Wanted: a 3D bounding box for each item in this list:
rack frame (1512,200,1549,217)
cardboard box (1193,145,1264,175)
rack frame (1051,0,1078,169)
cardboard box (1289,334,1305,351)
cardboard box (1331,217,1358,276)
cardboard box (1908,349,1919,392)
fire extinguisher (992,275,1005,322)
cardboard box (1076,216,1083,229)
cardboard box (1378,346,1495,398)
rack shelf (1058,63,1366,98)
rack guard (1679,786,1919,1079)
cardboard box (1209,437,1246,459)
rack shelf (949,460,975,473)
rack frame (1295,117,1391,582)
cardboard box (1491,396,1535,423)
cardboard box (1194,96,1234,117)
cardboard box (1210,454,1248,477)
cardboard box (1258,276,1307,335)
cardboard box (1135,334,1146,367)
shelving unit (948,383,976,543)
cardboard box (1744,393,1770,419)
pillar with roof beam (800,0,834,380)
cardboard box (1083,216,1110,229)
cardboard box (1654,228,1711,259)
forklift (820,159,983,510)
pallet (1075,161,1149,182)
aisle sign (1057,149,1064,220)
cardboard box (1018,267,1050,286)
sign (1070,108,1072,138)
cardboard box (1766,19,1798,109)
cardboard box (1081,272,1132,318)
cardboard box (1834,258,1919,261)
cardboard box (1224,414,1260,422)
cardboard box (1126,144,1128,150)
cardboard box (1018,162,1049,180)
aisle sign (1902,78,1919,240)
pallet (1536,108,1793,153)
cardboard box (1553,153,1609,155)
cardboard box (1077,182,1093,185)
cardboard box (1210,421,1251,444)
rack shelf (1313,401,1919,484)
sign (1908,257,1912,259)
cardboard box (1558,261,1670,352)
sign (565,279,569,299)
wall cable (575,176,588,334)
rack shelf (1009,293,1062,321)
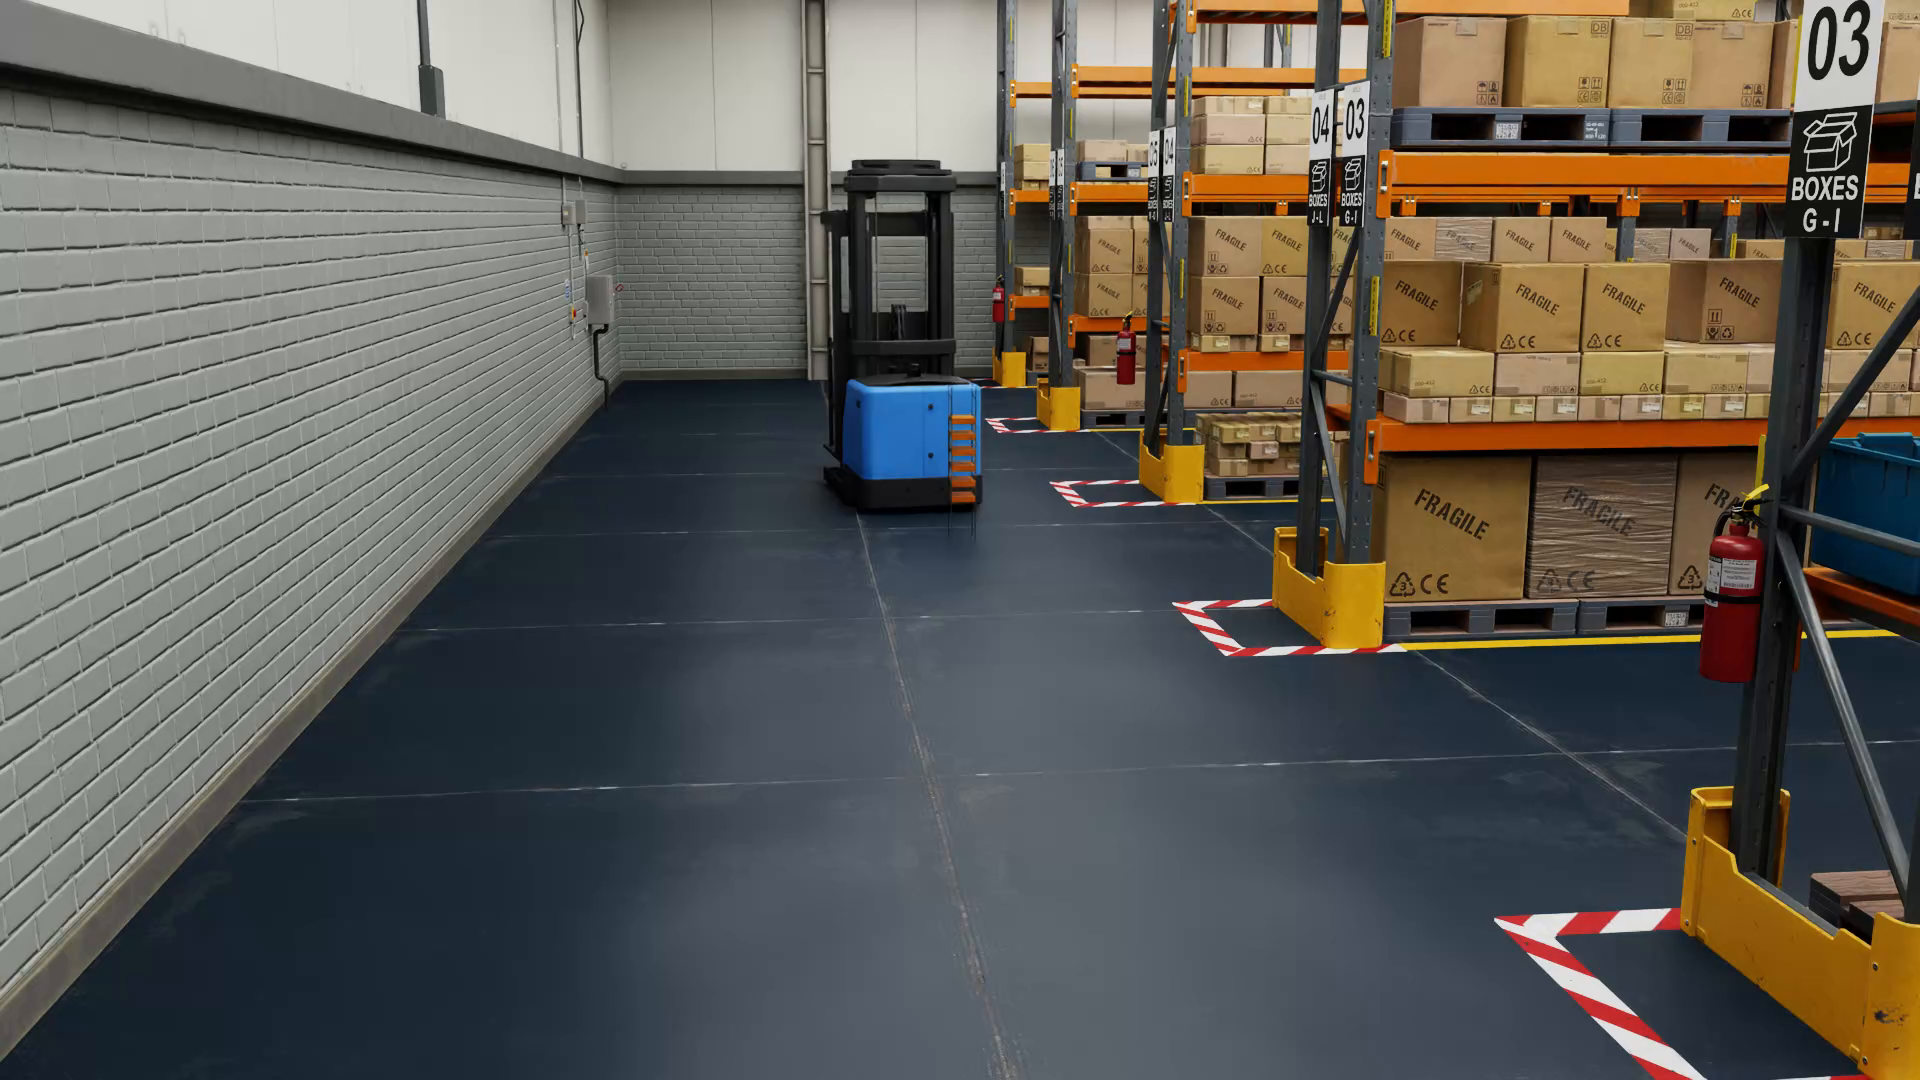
[{"bbox_3d":[8.606,-3.972,25.296,0.127,3.000,1.000,-1,11,-6],"label":"rack frame"},{"bbox_3d":[2.302,-3.265,14.312,0.500,0.250,0.500,-1,11,-4],"label":"cardboard box"},{"bbox_3d":[1.193,-5.797,19.028,0.127,3.000,1.000,-1,11,-6],"label":"rack frame"},{"bbox_3d":[2.950,-1.767,14.732,0.250,0.149,0.380,-1,11,-3],"label":"cardboard box"},{"bbox_3d":[3.323,-2.569,14.536,0.500,0.500,0.500,-1,11,-7],"label":"cardboard box"},{"bbox_3d":[5.829,-1.049,10.047,0.500,0.250,0.500,-1,11,-7],"label":"cardboard box"},{"bbox_3d":[0.557,-3.493,24.025,0.183,0.674,0.296,-1,11,-6],"label":"fire extinguisher"},{"bbox_3d":[1.528,-3.757,19.671,0.250,0.149,0.380,-1,11,-5],"label":"cardboard box"},{"bbox_3d":[2.769,-0.984,9.713,0.500,0.250,0.500,-2,11,-8],"label":"cardboard box"},{"bbox_3d":[3.181,-5.290,19.348,4.000,0.370,1.077,-1,11,-6],"label":"rack shelf"},{"bbox_3d":[2.776,1.226,5.334,0.348,0.500,1.175,-1,11,-6],"label":"rack guard"},{"bbox_3d":[2.377,-0.821,14.800,0.250,0.149,0.380,-1,11,-4],"label":"cardboard box"},{"bbox_3d":[0.014,-0.545,12.762,0.180,0.103,0.258,-1,11,-6],"label":"rack shelf"},{"bbox_3d":[2.263,-0.953,9.940,0.127,3.000,1.000,-1,11,-6],"label":"rack frame"},{"bbox_3d":[3.161,-0.785,9.736,0.250,0.149,0.380,-1,11,-7],"label":"cardboard box"},{"bbox_3d":[2.175,-3.709,14.239,0.250,0.149,0.380,-1,11,-7],"label":"cardboard box"},{"bbox_3d":[2.383,-0.663,14.767,0.250,0.149,0.380,-1,11,-5],"label":"cardboard box"},{"bbox_3d":[2.833,-2.074,14.610,0.500,0.500,0.500,-1,11,-6],"label":"cardboard box"},{"bbox_3d":[2.662,-2.782,24.632,0.500,0.500,0.500,-1,11,-5],"label":"cardboard box"},{"bbox_3d":[0.014,-0.589,12.754,0.189,1.200,0.258,-1,11,-6],"label":"shelving unit"},{"bbox_3d":[4.694,-0.817,9.899,0.250,0.149,0.380,-1,11,-7],"label":"cardboard box"},{"bbox_3d":[-1.660,-6.040,20.264,0.400,9.000,9.100,-1,11,-6],"label":"pillar with roof beam"},{"bbox_3d":[1.576,-3.666,19.206,0.250,0.149,0.380,-1,11,-5],"label":"cardboard box"},{"bbox_3d":[8.660,-3.499,20.038,0.500,0.500,0.500,-2,11,-8],"label":"cardboard box"},{"bbox_3d":[-0.651,-1.935,15.111,1.130,2.935,3.031,-3,11,-13],"label":"forklift"},{"bbox_3d":[1.929,-4.299,19.415,1.213,0.211,1.003,-1,11,-6],"label":"pallet"},{"bbox_3d":[1.153,-4.072,19.065,0.004,0.787,0.394,-1,11,-6],"label":"aisle sign"},{"bbox_3d":[1.133,-3.835,24.219,0.500,0.250,0.500,-1,11,-6],"label":"cardboard box"},{"bbox_3d":[1.247,-4.687,18.683,0.005,0.325,0.100,-1,11,-6],"label":"sign"},{"bbox_3d":[4.933,-2.774,9.820,0.500,0.500,0.700,-1,11,-3],"label":"cardboard box"},{"bbox_3d":[1.701,-2.858,19.368,0.500,0.500,0.500,-1,11,-7],"label":"cardboard box"},{"bbox_3d":[5.736,-1.516,10.476,0.500,0.500,0.500,-1,11,-6],"label":"cardboard box"},{"bbox_3d":[2.583,-1.059,15.240,0.250,0.149,0.380,-1,11,-5],"label":"cardboard box"},{"bbox_3d":[2.127,-5.576,24.001,0.500,0.250,0.500,-1,11,-7],"label":"cardboard box"},{"bbox_3d":[1.124,-5.306,23.925,0.500,0.250,0.500,-1,11,-7],"label":"cardboard box"},{"bbox_3d":[2.759,-1.220,4.560,0.004,0.787,0.394,-1,11,-6],"label":"aisle sign"},{"bbox_3d":[4.215,-2.425,9.880,1.213,0.211,1.003,-1,11,-6],"label":"pallet"},{"bbox_3d":[5.346,-3.326,14.622,0.500,0.250,0.500,-1,11,-5],"label":"cardboard box"},{"bbox_3d":[1.769,-5.114,23.980,0.250,0.149,0.380,-1,11,-5],"label":"cardboard box"},{"bbox_3d":[2.386,-0.951,14.690,0.250,0.149,0.380,-2,11,-9],"label":"cardboard box"},{"bbox_3d":[4.251,-0.642,10.221,4.000,0.370,1.077,-1,11,-6],"label":"rack shelf"},{"bbox_3d":[6.171,-1.669,10.788,0.005,0.325,0.100,-1,11,-6],"label":"sign"},{"bbox_3d":[3.781,-1.374,9.754,0.500,0.500,0.500,-2,11,-8],"label":"cardboard box"},{"bbox_3d":[-4.466,-2.854,18.907,0.001,0.218,0.327,-1,11,-6],"label":"sign"},{"bbox_3d":[-4.575,-3.502,20.271,0.122,1.984,0.588,-1,11,-6],"label":"wall cable"},{"bbox_3d":[2.641,-3.494,24.730,4.000,0.370,1.077,-1,11,-6],"label":"rack shelf"}]
